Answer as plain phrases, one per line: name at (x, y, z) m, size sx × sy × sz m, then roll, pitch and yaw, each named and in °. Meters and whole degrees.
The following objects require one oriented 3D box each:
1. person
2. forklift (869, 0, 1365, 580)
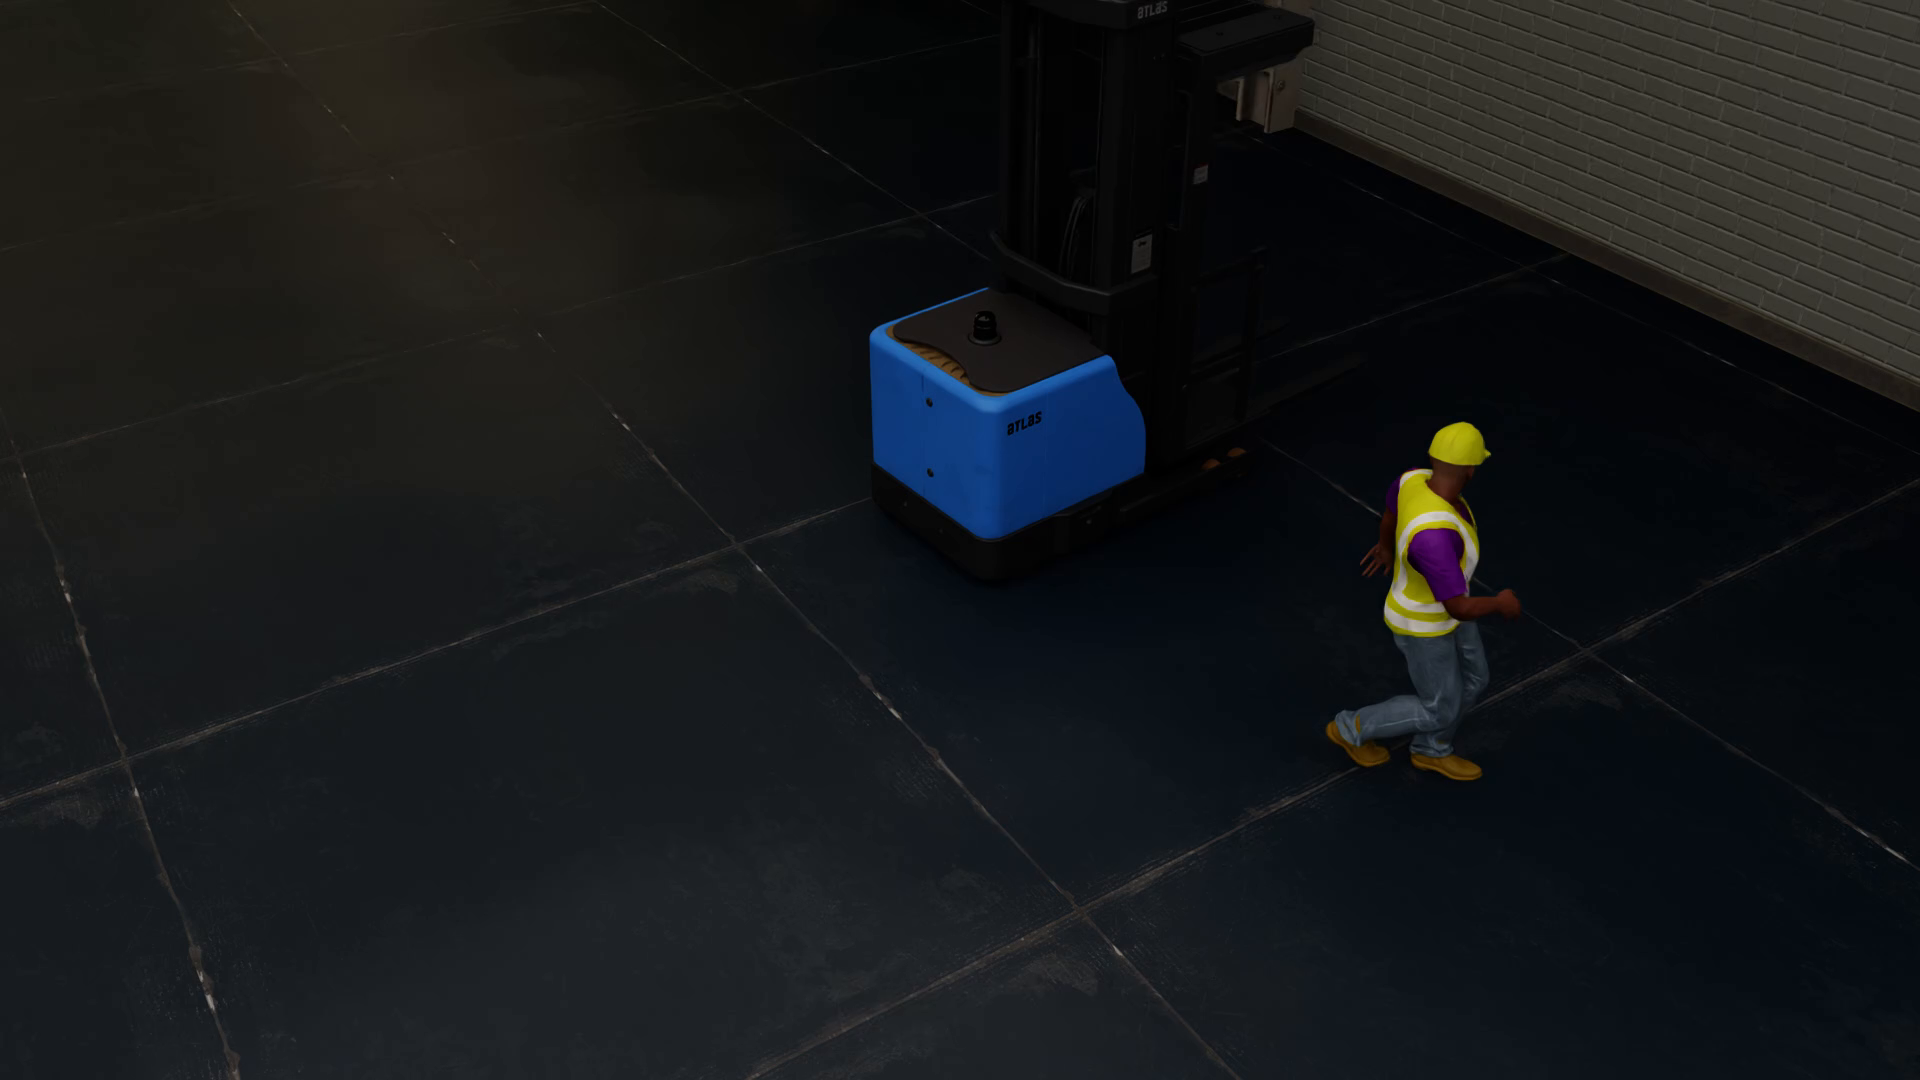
person at (1.940, 0.266, 6.849) m, size 0.708 × 1.701 × 0.694 m, roll 15°, pitch 38°, yaw 20°
forklift at (0.999, -1.689, 8.551) m, size 3.031 × 2.935 × 1.130 m, roll -24°, pitch 42°, yaw -30°
